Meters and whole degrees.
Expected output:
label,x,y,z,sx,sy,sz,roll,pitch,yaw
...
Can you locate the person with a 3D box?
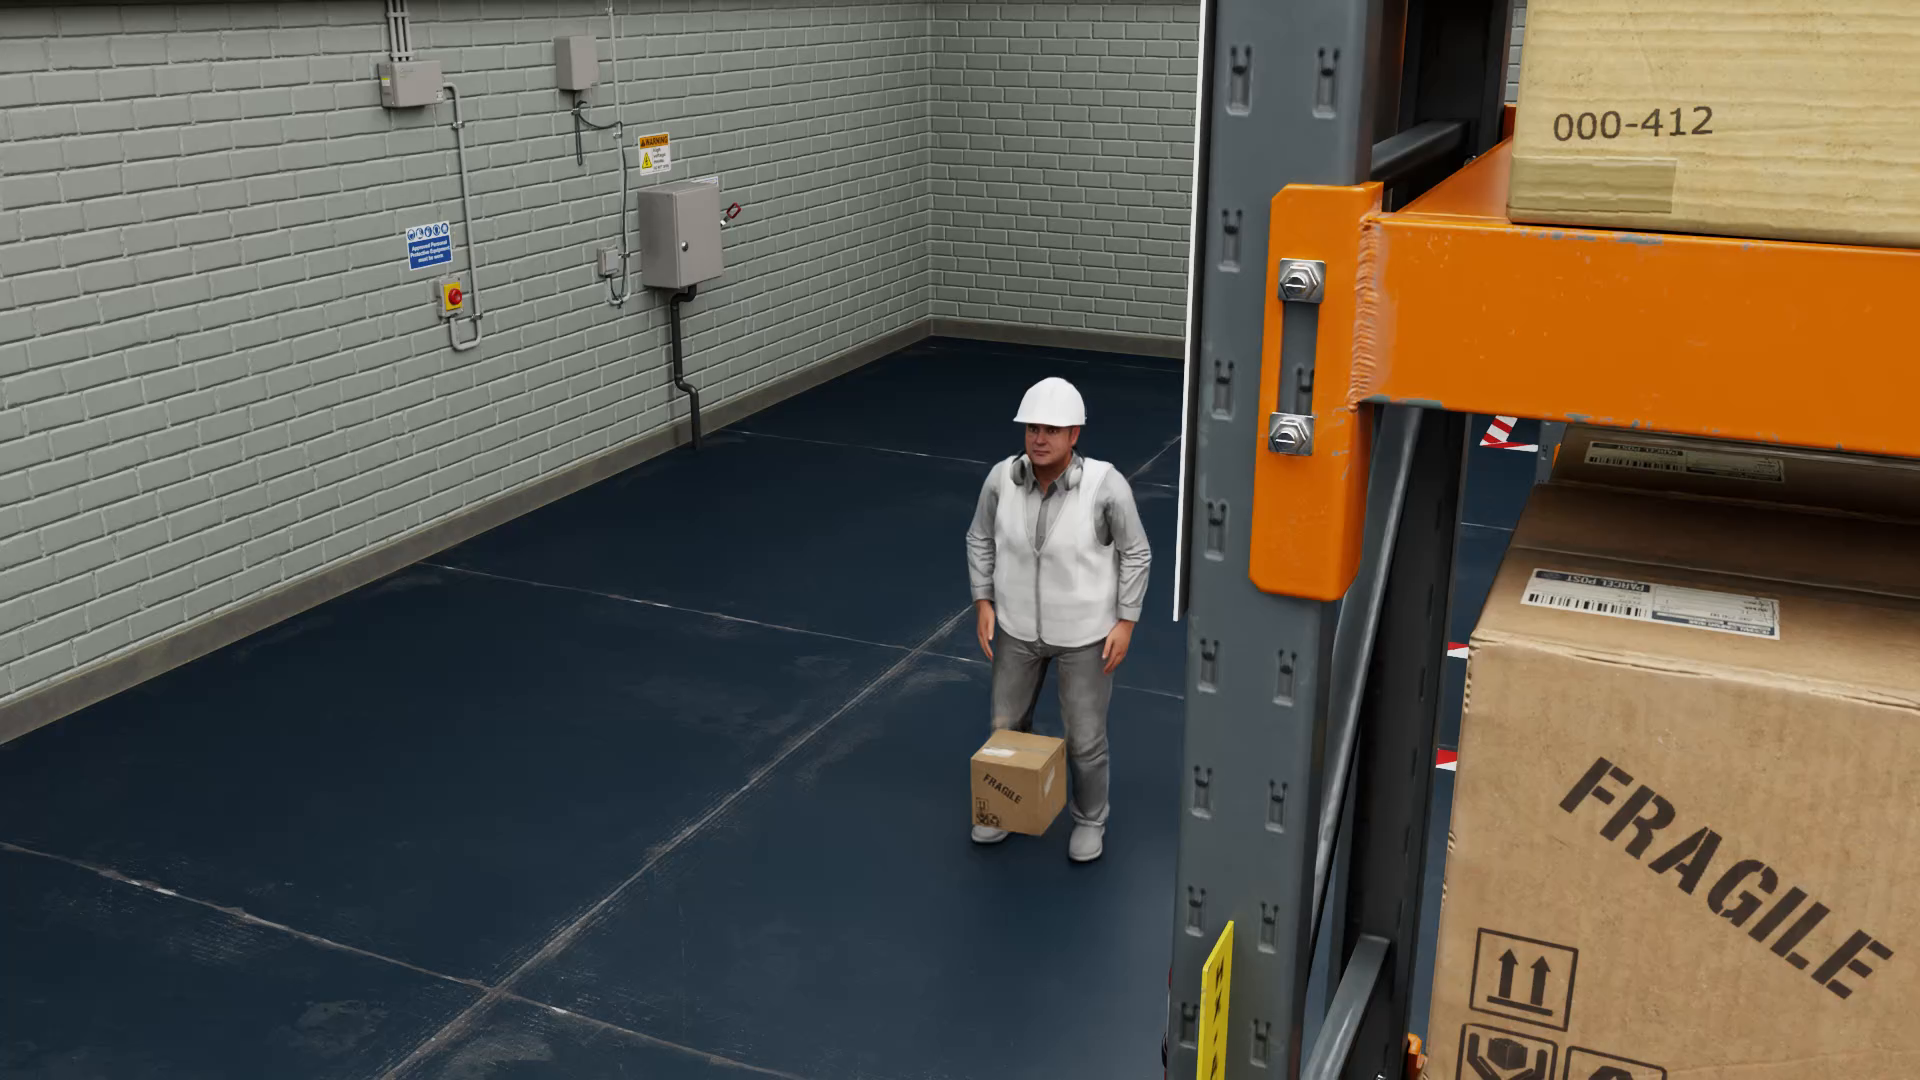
label,x,y,z,sx,sy,sz,roll,pitch,yaw
person,0.321,0.288,5.707,0.654,1.755,0.483,8,20,22
